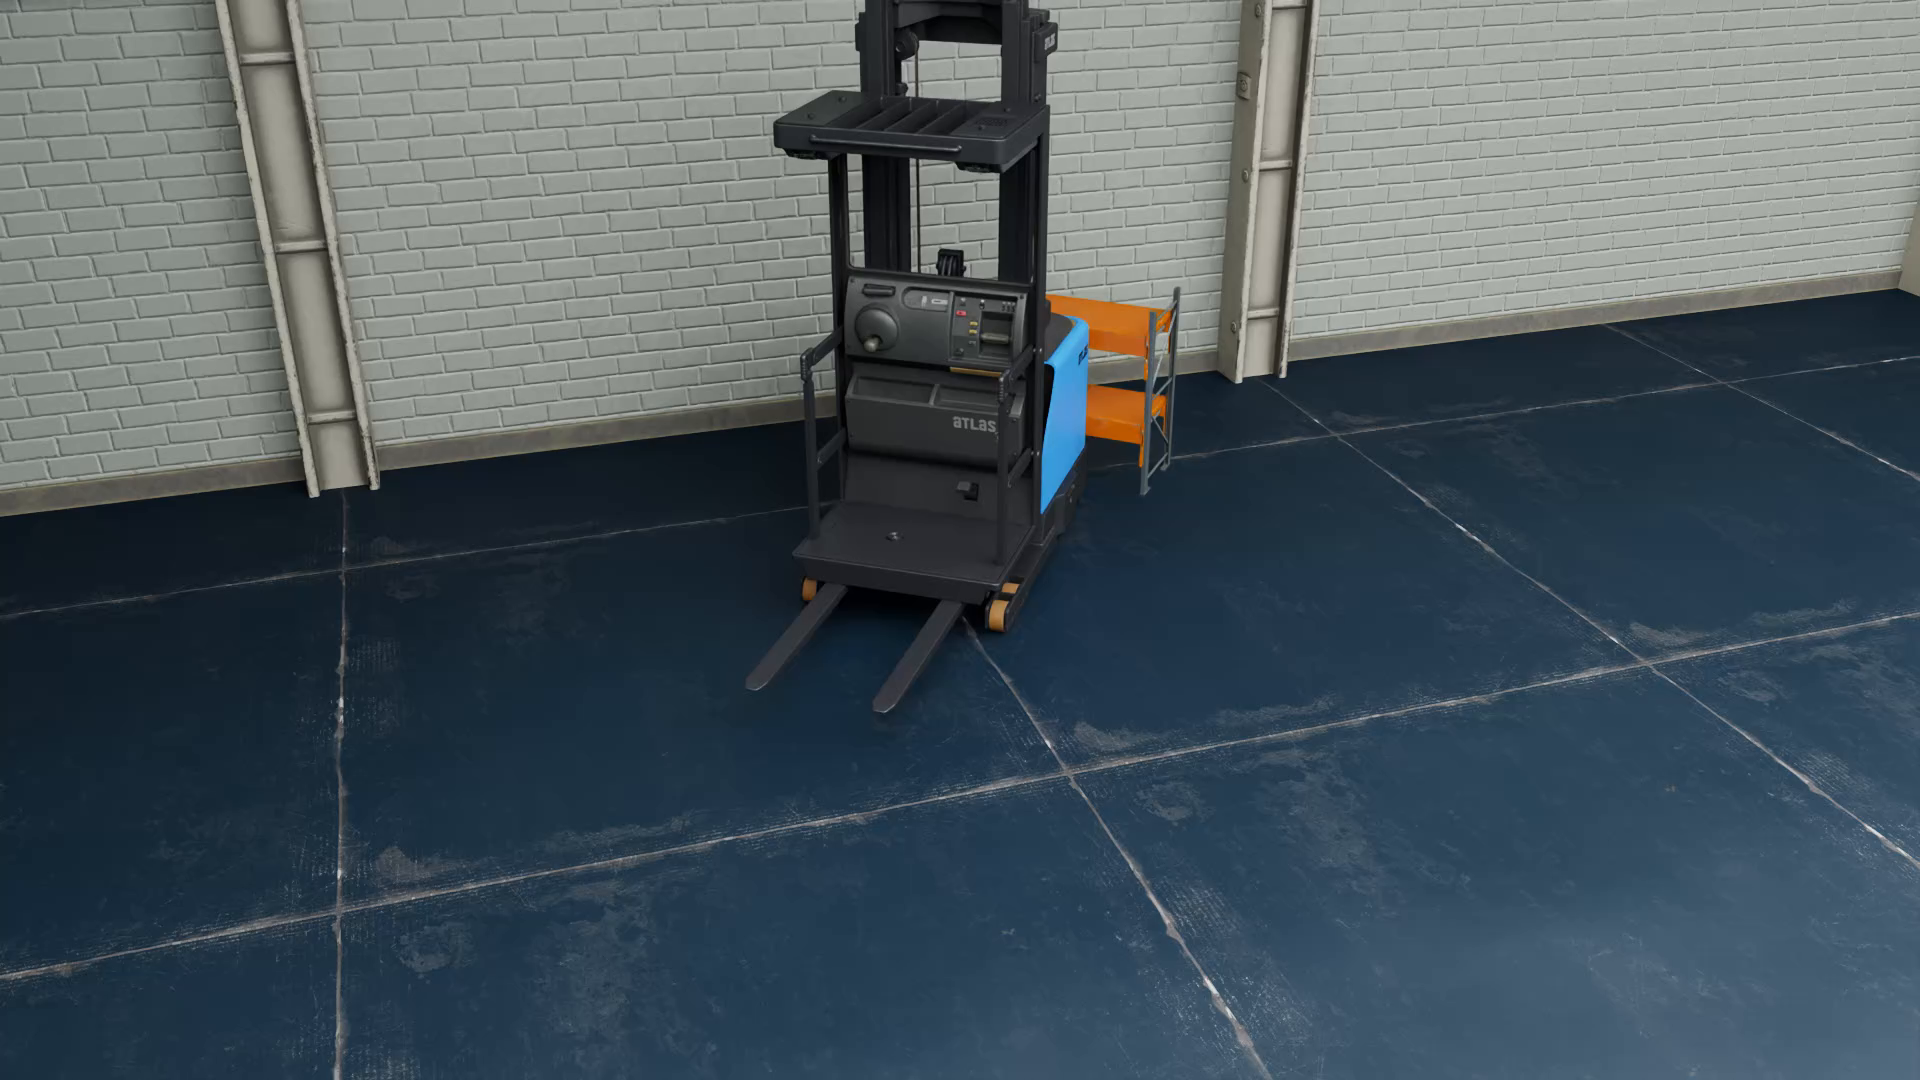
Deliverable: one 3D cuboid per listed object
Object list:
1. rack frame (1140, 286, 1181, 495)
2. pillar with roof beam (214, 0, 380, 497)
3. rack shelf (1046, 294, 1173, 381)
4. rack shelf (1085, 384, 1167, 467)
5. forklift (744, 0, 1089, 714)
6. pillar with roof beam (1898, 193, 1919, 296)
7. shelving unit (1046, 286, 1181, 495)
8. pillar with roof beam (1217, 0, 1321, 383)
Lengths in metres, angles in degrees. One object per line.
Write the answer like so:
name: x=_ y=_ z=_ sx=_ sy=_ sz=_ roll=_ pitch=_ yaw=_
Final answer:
rack frame: x=1.173 y=-0.871 z=9.740 sx=0.032 sy=1.125 sz=0.500 roll=11 pitch=28 yaw=21
pillar with roof beam: x=-2.343 y=-2.552 z=4.270 sx=0.400 sy=9.000 sz=9.100 roll=-8 pitch=28 yaw=-16
rack shelf: x=0.708 y=-1.224 z=9.793 sx=1.000 sy=0.278 sz=0.538 roll=11 pitch=28 yaw=21
rack shelf: x=0.708 y=-0.743 z=10.031 sx=1.000 sy=0.278 sz=0.538 roll=11 pitch=28 yaw=21
forklift: x=-0.188 y=-1.048 z=8.065 sx=1.130 sy=2.935 sz=3.031 roll=8 pitch=27 yaw=16
pillar with roof beam: x=9.067 y=-4.204 z=7.599 sx=0.400 sy=9.000 sz=9.100 roll=-8 pitch=28 yaw=-16
shelving unit: x=0.708 y=-0.962 z=9.923 sx=1.048 sy=1.125 sz=0.538 roll=11 pitch=28 yaw=21
pillar with roof beam: x=3.362 y=-3.378 z=5.935 sx=0.400 sy=9.000 sz=9.100 roll=-8 pitch=28 yaw=-16
